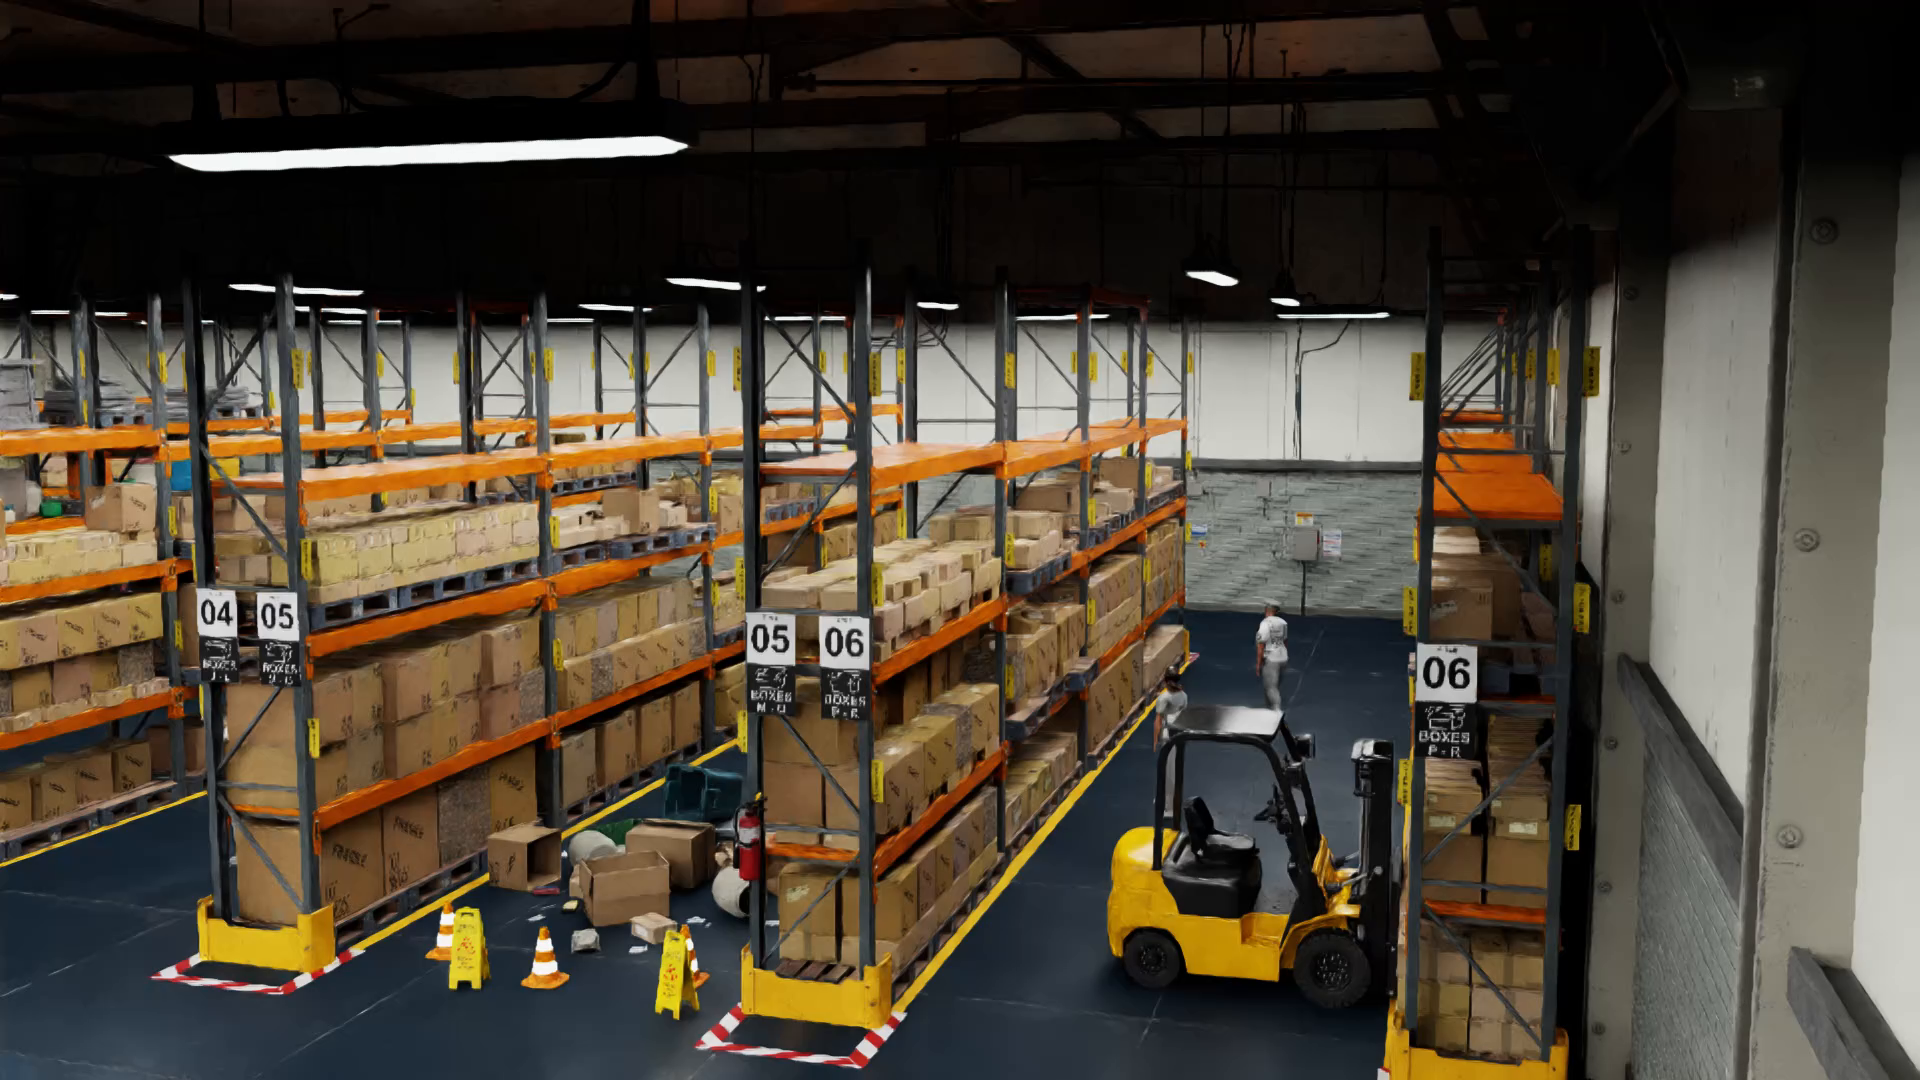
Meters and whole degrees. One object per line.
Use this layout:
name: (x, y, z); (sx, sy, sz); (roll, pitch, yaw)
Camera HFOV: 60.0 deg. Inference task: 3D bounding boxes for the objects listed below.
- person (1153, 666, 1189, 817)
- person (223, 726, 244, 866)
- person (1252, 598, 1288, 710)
person: (2.349, 2.244, 18.691); (0.563, 1.646, 0.569); (-6, 9, -42)
person: (-7.319, 2.437, 16.956); (0.573, 1.654, 0.538); (-6, 9, -45)
person: (4.315, 1.695, 23.190); (0.593, 1.735, 0.651); (6, 8, 41)
